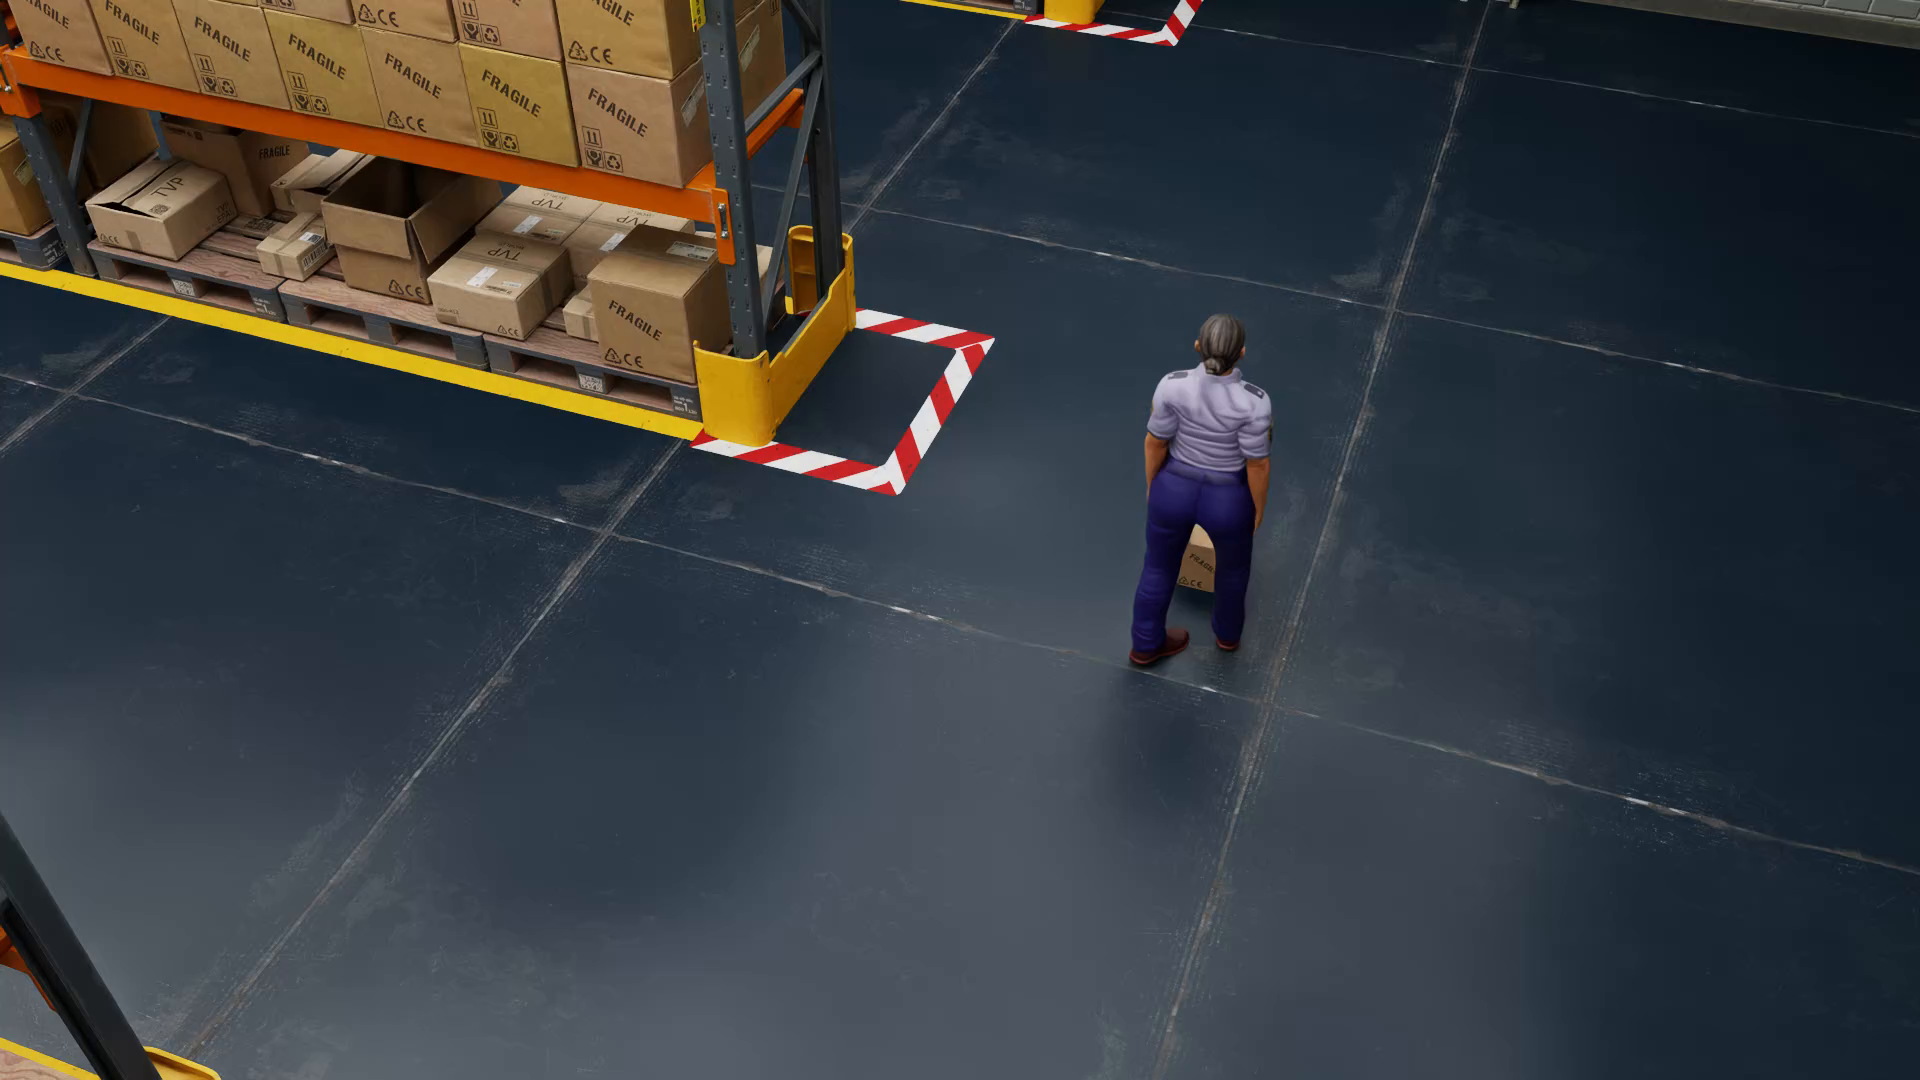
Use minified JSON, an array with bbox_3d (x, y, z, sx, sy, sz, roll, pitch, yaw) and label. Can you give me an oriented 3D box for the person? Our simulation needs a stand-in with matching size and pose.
[{"bbox_3d":[0.953,-0.206,6.408,0.477,1.656,0.502,13,43,14],"label":"person"}]
